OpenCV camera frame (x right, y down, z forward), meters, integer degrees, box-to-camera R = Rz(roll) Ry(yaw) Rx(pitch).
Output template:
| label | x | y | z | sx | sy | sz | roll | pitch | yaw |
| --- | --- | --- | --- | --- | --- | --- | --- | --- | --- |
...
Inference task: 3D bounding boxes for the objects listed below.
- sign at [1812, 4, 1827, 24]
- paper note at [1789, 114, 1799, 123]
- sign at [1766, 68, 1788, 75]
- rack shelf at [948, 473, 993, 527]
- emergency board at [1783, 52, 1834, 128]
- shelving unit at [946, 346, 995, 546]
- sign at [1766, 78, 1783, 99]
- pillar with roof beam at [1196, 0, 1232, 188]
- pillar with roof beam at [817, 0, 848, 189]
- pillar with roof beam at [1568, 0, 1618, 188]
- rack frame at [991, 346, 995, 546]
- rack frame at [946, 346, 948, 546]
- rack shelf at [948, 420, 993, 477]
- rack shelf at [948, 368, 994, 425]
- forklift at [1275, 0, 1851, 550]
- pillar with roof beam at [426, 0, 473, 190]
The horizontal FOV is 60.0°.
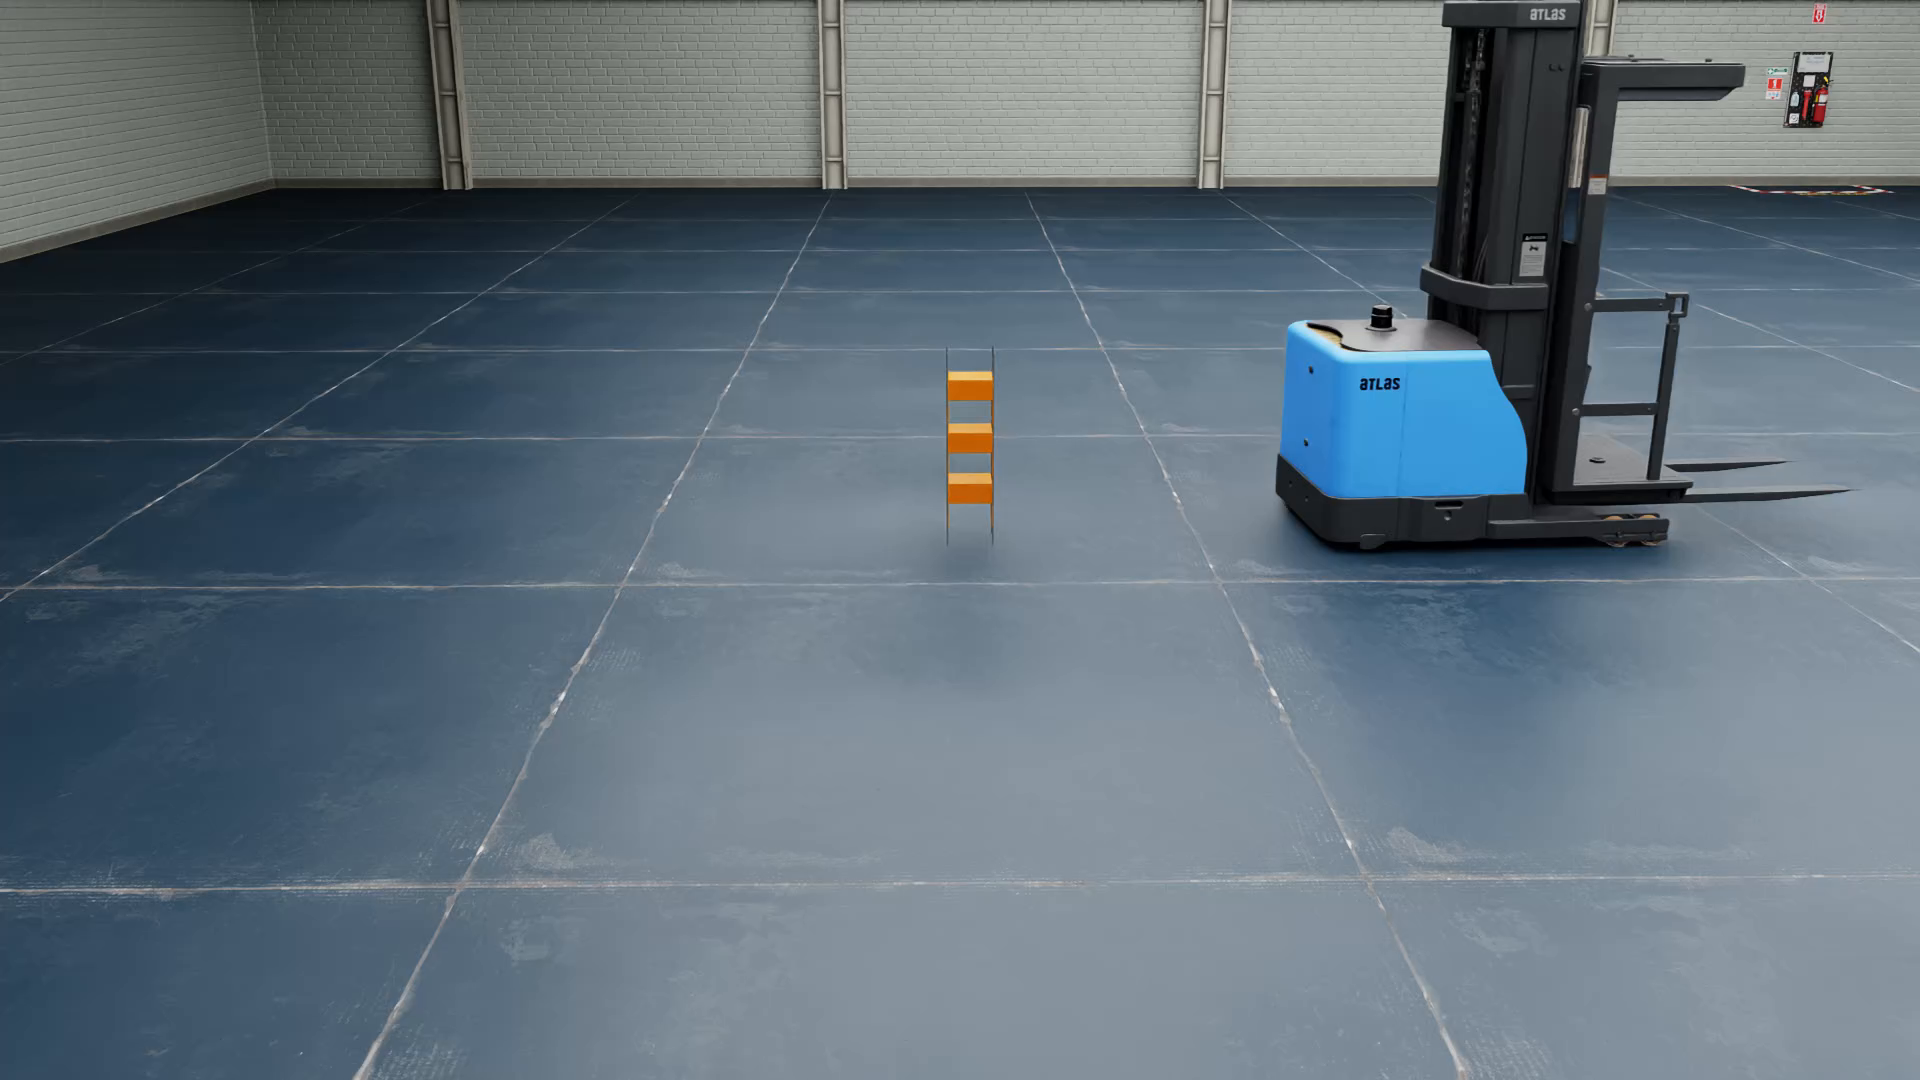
| label | x | y | z | sx | sy | sz | roll | pitch | yaw |
| --- | --- | --- | --- | --- | --- | --- | --- | --- | --- |
| sign | 13.521 | -8.281 | 26.156 | 0.199 | 0.298 | 0.001 | 0 | 18 | -1 |
| paper note | 13.352 | -6.748 | 26.613 | 0.142 | 0.148 | 0.016 | 0 | 18 | -1 |
| sign | 12.981 | -7.442 | 26.411 | 0.331 | 0.109 | 0.001 | 0 | 18 | -1 |
| rack shelf | 0.053 | -0.225 | 8.976 | 0.240 | 0.259 | 0.215 | 0 | 18 | -1 |
| emergency board | 13.531 | -7.147 | 26.416 | 0.643 | 1.169 | 0.194 | 0 | 18 | -1 |
| shelving unit | 0.053 | -0.500 | 8.888 | 0.252 | 1.050 | 0.215 | 0 | 18 | -1 |
| sign | 12.976 | -7.193 | 26.500 | 0.234 | 0.329 | 0.001 | 0 | 18 | -1 |
| pillar with roof beam | 4.072 | -8.631 | 21.221 | 0.400 | 9.000 | 9.100 | 0 | 18 | -1 |
| pillar with roof beam | -1.928 | -8.602 | 21.131 | 0.400 | 9.000 | 9.100 | 0 | 18 | -1 |
| pillar with roof beam | 10.071 | -8.660 | 21.311 | 0.400 | 9.000 | 9.100 | 0 | 18 | -1 |
| rack frame | 0.175 | -0.501 | 8.890 | 0.008 | 1.050 | 0.200 | 0 | 18 | -1 |
| rack frame | -0.068 | -0.500 | 8.886 | 0.008 | 1.050 | 0.200 | 0 | 18 | -1 |
| rack shelf | 0.053 | -0.490 | 8.891 | 0.240 | 0.259 | 0.215 | 0 | 18 | -1 |
| rack shelf | 0.053 | -0.760 | 8.805 | 0.240 | 0.259 | 0.215 | 0 | 18 | -1 |
| forklift | 3.383 | -1.516 | 8.975 | 3.031 | 2.935 | 1.130 | -2 | 18 | -6 |
| pillar with roof beam | -7.927 | -8.573 | 21.041 | 0.400 | 9.000 | 9.100 | 0 | 18 | -1 |
